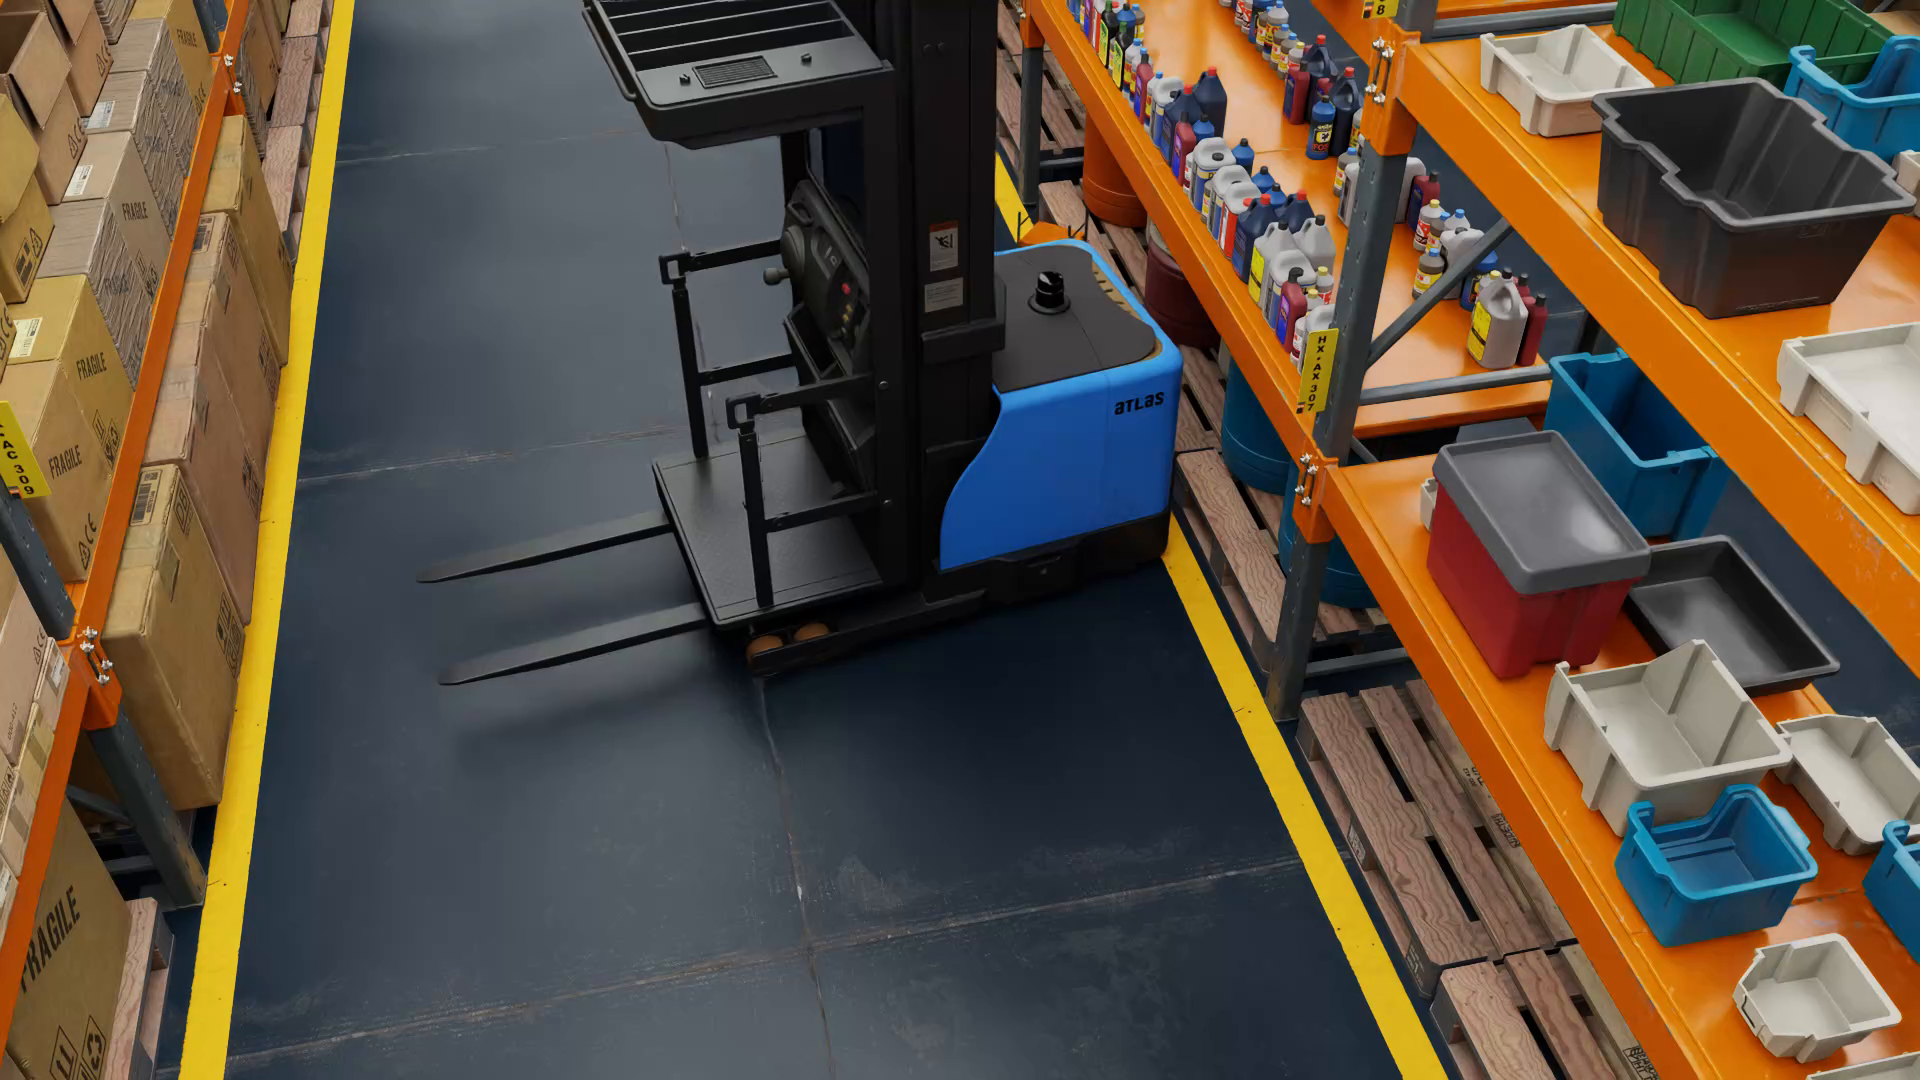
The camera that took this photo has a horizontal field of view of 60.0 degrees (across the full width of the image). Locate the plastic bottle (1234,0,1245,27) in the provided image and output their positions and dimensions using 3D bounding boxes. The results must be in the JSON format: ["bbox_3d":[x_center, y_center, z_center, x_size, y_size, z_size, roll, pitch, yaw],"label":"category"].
[{"bbox_3d":[1.393,-2.609,8.080,0.097,0.201,0.097,0,42,0],"label":"plastic bottle"}]

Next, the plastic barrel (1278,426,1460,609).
[{"bbox_3d":[1.595,-0.246,6.532,0.600,0.901,0.708,-8,42,-9],"label":"plastic barrel"}]

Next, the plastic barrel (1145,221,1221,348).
[{"bbox_3d":[1.198,-1.320,7.978,0.600,0.588,0.708,-8,42,-9],"label":"plastic barrel"}]

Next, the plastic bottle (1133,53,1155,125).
[{"bbox_3d":[0.815,-1.986,7.315,0.061,0.283,0.133,-8,42,-9],"label":"plastic bottle"}]

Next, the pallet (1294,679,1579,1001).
[{"bbox_3d":[1.892,0.995,5.970,1.003,0.211,1.213,-8,42,-9],"label":"pallet"}]

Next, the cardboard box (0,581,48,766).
[{"bbox_3d":[-2.789,0.384,4.447,0.500,0.250,0.500,-9,42,-10],"label":"cardboard box"}]

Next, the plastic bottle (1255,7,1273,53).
[{"bbox_3d":[1.456,-2.420,7.866,0.097,0.201,0.097,0,42,0],"label":"plastic bottle"}]

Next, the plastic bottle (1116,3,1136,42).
[{"bbox_3d":[0.768,-2.367,7.753,0.097,0.271,0.097,0,42,0],"label":"plastic bottle"}]

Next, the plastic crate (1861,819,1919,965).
[{"bbox_3d":[2.478,0.859,4.104,0.416,0.233,0.300,-8,42,-9],"label":"plastic crate"}]

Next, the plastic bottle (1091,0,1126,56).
[{"bbox_3d":[0.710,-2.439,7.831,0.152,0.276,0.135,-8,42,-9],"label":"plastic bottle"}]

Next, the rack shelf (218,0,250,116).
[{"bbox_3d":[-4.436,-3.429,9.396,1.077,0.370,4.000,-8,42,-9],"label":"rack shelf"}]

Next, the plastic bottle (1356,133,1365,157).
[{"bbox_3d":[1.718,-1.578,6.861,0.152,0.276,0.135,-8,42,-9],"label":"plastic bottle"}]

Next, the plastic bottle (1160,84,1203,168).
[{"bbox_3d":[0.940,-1.763,7.014,0.144,0.351,0.185,-8,42,-9],"label":"plastic bottle"}]

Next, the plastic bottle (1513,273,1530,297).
[{"bbox_3d":[2.004,-0.861,6.048,0.061,0.283,0.133,-8,42,-9],"label":"plastic bottle"}]

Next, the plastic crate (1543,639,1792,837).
[{"bbox_3d":[1.845,0.519,4.450,0.437,0.282,0.530,-8,42,-9],"label":"plastic crate"}]

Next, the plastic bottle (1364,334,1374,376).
[{"bbox_3d":[1.413,-0.684,5.910,0.097,0.201,0.097,0,42,0],"label":"plastic bottle"}]

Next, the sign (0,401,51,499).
[{"bbox_3d":[-2.599,-0.243,4.553,0.100,0.325,0.005,-8,42,-9],"label":"sign"}]

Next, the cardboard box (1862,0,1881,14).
[{"bbox_3d":[5.316,-3.462,10.223,0.500,0.311,0.500,-7,42,-8],"label":"cardboard box"}]

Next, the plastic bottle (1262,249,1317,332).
[{"bbox_3d":[1.216,-0.918,6.119,0.152,0.276,0.135,-8,42,-9],"label":"plastic bottle"}]

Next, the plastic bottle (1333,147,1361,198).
[{"bbox_3d":[1.600,-1.520,6.852,0.097,0.201,0.097,0,42,0],"label":"plastic bottle"}]

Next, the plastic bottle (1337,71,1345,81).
[{"bbox_3d":[1.652,-1.920,7.241,0.061,0.283,0.133,-8,42,-9],"label":"plastic bottle"}]

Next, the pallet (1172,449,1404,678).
[{"bbox_3d":[1.570,0.018,7.071,1.003,0.211,1.213,-8,42,-9],"label":"pallet"}]

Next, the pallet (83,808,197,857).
[{"bbox_3d":[-3.381,0.744,6.253,1.003,0.211,1.213,-8,42,-9],"label":"pallet"}]

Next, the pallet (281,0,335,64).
[{"bbox_3d":[-4.698,-3.448,10.975,1.003,0.211,1.213,-8,42,-9],"label":"pallet"}]

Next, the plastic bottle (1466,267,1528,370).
[{"bbox_3d":[1.927,-0.801,5.930,0.144,0.351,0.185,-8,42,-9],"label":"plastic bottle"}]

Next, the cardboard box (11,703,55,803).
[{"bbox_3d":[-2.699,0.603,4.501,0.380,0.149,0.250,-8,42,-8],"label":"cardboard box"}]

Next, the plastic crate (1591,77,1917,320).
[{"bbox_3d":[1.696,-0.747,3.671,0.497,0.269,0.590,-8,42,-9],"label":"plastic crate"}]

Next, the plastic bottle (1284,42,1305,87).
[{"bbox_3d":[1.540,-2.168,7.582,0.097,0.201,0.097,0,42,0],"label":"plastic bottle"}]

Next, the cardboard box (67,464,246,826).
[{"bbox_3d":[-3.298,0.416,5.806,1.225,0.875,0.875,-8,42,-9],"label":"cardboard box"}]

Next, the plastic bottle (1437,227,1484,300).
[{"bbox_3d":[1.889,-1.064,6.283,0.152,0.276,0.135,-8,42,-9],"label":"plastic bottle"}]

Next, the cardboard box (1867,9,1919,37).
[{"bbox_3d":[5.489,-2.713,9.598,0.500,0.500,0.500,-7,42,-7],"label":"cardboard box"}]

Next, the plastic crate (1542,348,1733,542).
[{"bbox_3d":[2.130,-0.282,5.275,0.392,0.384,0.575,-8,42,-9],"label":"plastic crate"}]

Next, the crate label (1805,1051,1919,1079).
[{"bbox_3d":[2.074,1.280,3.701,0.396,0.136,0.243,-8,42,-9],"label":"crate label"}]

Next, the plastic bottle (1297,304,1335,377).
[{"bbox_3d":[1.295,-0.682,5.852,0.152,0.276,0.135,-8,42,-9],"label":"plastic bottle"}]

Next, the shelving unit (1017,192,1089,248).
[{"bbox_3d":[0.411,-1.060,7.653,0.252,1.050,0.215,20,45,21],"label":"shelving unit"}]

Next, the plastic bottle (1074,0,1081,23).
[{"bbox_3d":[0.608,-2.658,8.081,0.097,0.271,0.097,0,42,0],"label":"plastic bottle"}]

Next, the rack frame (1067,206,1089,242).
[{"bbox_3d":[0.518,-1.021,7.609,0.008,1.050,0.200,20,45,21],"label":"rack frame"}]

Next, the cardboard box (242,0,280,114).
[{"bbox_3d":[-4.429,-2.787,9.682,0.700,0.500,0.500,-5,42,-6],"label":"cardboard box"}]

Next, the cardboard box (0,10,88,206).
[{"bbox_3d":[-3.573,-1.482,5.829,0.797,0.503,0.637,-7,42,-8],"label":"cardboard box"}]

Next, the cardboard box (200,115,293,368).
[{"bbox_3d":[-3.875,-1.314,7.755,1.225,0.875,0.875,-10,43,-11],"label":"cardboard box"}]

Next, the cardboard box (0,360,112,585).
[{"bbox_3d":[-2.996,-0.181,5.119,0.500,0.500,0.500,-8,42,-9],"label":"cardboard box"}]

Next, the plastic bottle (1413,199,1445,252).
[{"bbox_3d":[1.848,-1.242,6.539,0.097,0.201,0.097,0,42,0],"label":"plastic bottle"}]

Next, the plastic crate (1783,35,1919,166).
[{"bbox_3d":[2.204,-1.034,4.022,0.416,0.233,0.300,-8,42,-9],"label":"plastic crate"}]

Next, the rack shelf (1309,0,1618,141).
[{"bbox_3d":[1.264,-2.668,6.279,1.077,0.370,4.000,-8,42,-9],"label":"rack shelf"}]

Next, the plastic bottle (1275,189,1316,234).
[{"bbox_3d":[1.279,-1.190,6.368,0.144,0.351,0.185,-8,42,-9],"label":"plastic bottle"}]

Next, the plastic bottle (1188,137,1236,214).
[{"bbox_3d":[1.028,-1.483,6.755,0.152,0.276,0.135,-8,42,-9],"label":"plastic bottle"}]

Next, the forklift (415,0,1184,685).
[{"bbox_3d":[-0.683,-0.951,6.113,3.031,2.935,1.130,-14,44,-16],"label":"forklift"}]

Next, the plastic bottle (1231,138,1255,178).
[{"bbox_3d":[1.146,-1.511,6.790,0.097,0.271,0.097,0,42,0],"label":"plastic bottle"}]

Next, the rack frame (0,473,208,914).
[{"bbox_3d":[-3.141,0.191,4.776,1.000,3.000,0.127,-8,42,-9],"label":"rack frame"}]

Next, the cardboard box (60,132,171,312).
[{"bbox_3d":[-3.329,-1.165,6.228,0.500,0.500,0.500,-8,42,-8],"label":"cardboard box"}]

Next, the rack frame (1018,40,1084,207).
[{"bbox_3d":[0.832,-3.112,8.496,1.000,3.000,0.127,-8,42,-9],"label":"rack frame"}]

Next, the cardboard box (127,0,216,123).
[{"bbox_3d":[-3.655,-2.155,7.343,0.500,0.500,0.500,-7,42,-8],"label":"cardboard box"}]

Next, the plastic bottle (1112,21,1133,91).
[{"bbox_3d":[0.744,-2.198,7.555,0.061,0.283,0.133,-8,42,-9],"label":"plastic bottle"}]

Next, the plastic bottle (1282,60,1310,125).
[{"bbox_3d":[1.482,-1.986,7.315,0.061,0.283,0.133,-8,42,-9],"label":"plastic bottle"}]

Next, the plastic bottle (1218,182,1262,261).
[{"bbox_3d":[1.107,-1.245,6.487,0.152,0.276,0.135,-8,42,-9],"label":"plastic bottle"}]
